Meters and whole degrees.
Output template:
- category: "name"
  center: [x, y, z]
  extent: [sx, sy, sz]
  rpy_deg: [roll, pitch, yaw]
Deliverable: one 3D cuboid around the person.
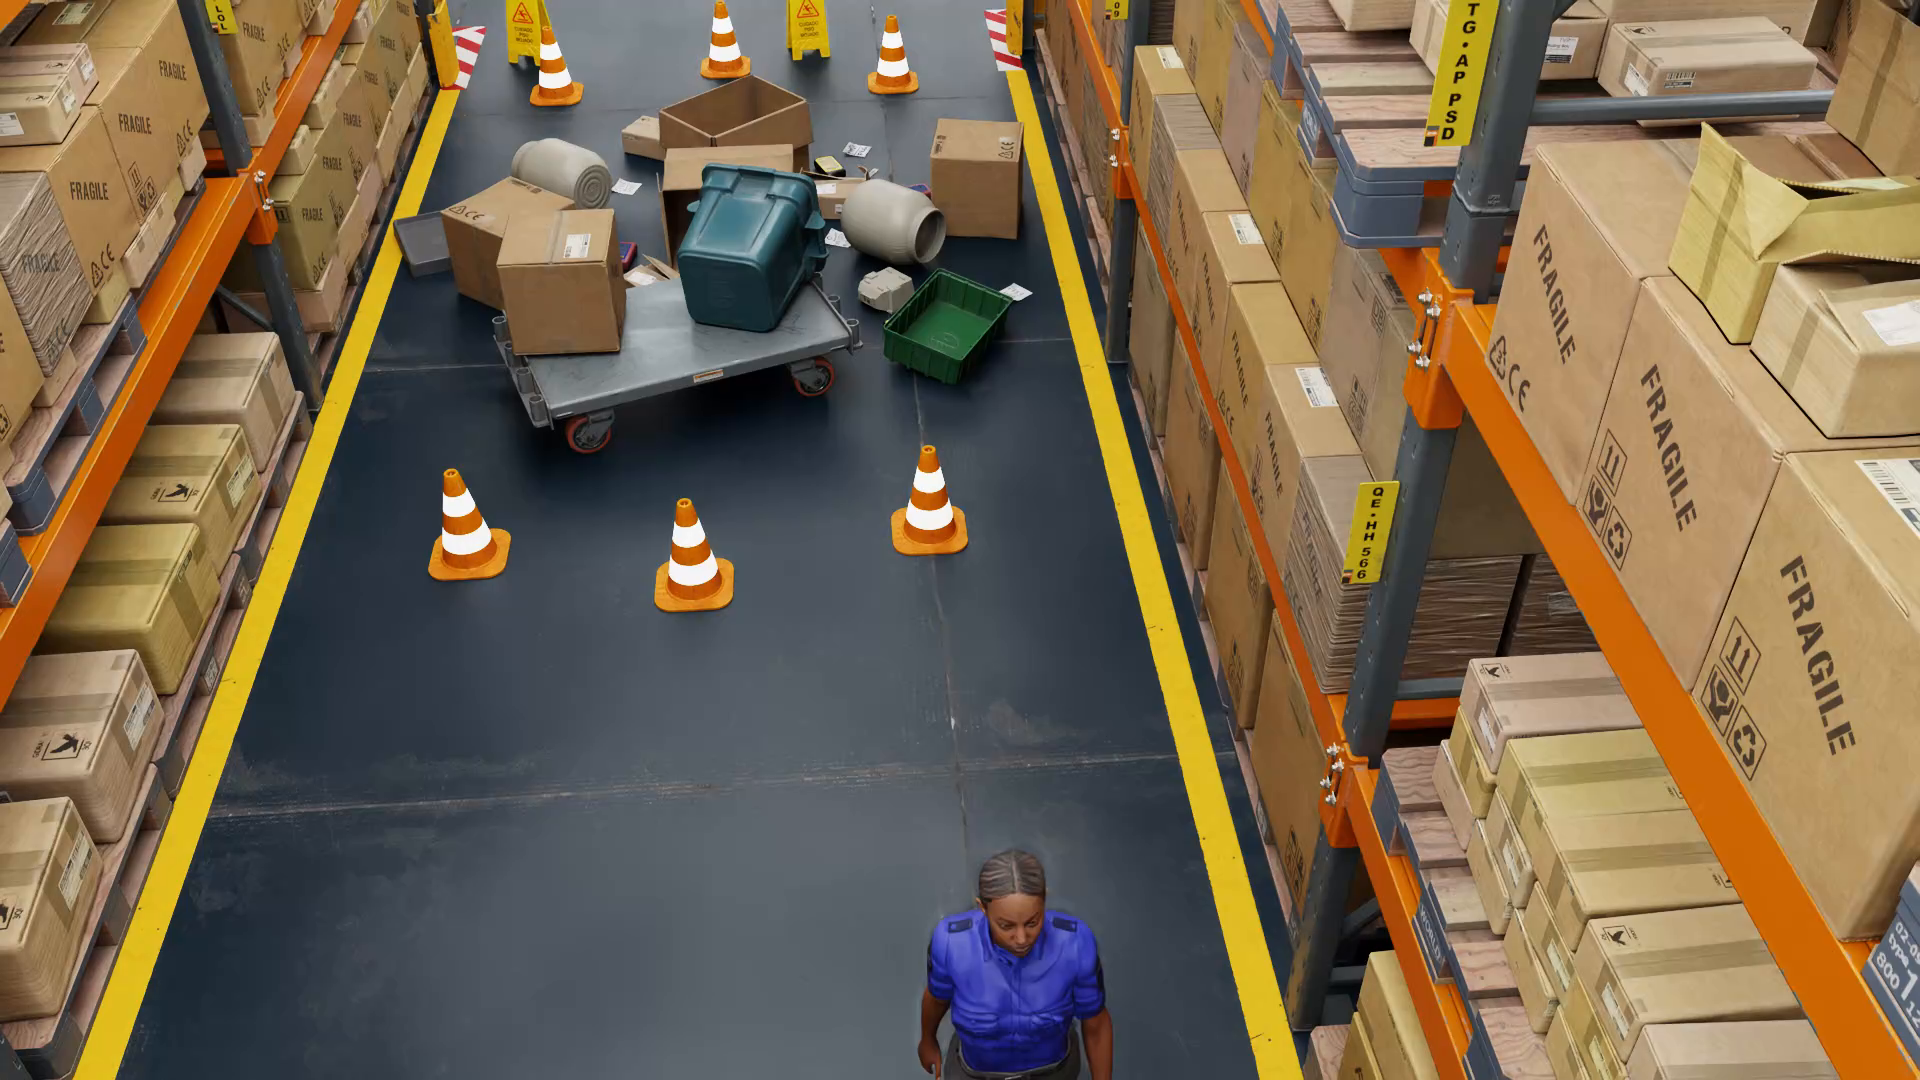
- category: "person"
  center: [0.153, 1.462, 4.362]
  extent: [0.485, 1.633, 0.872]
  rpy_deg: [-4, 40, -5]
